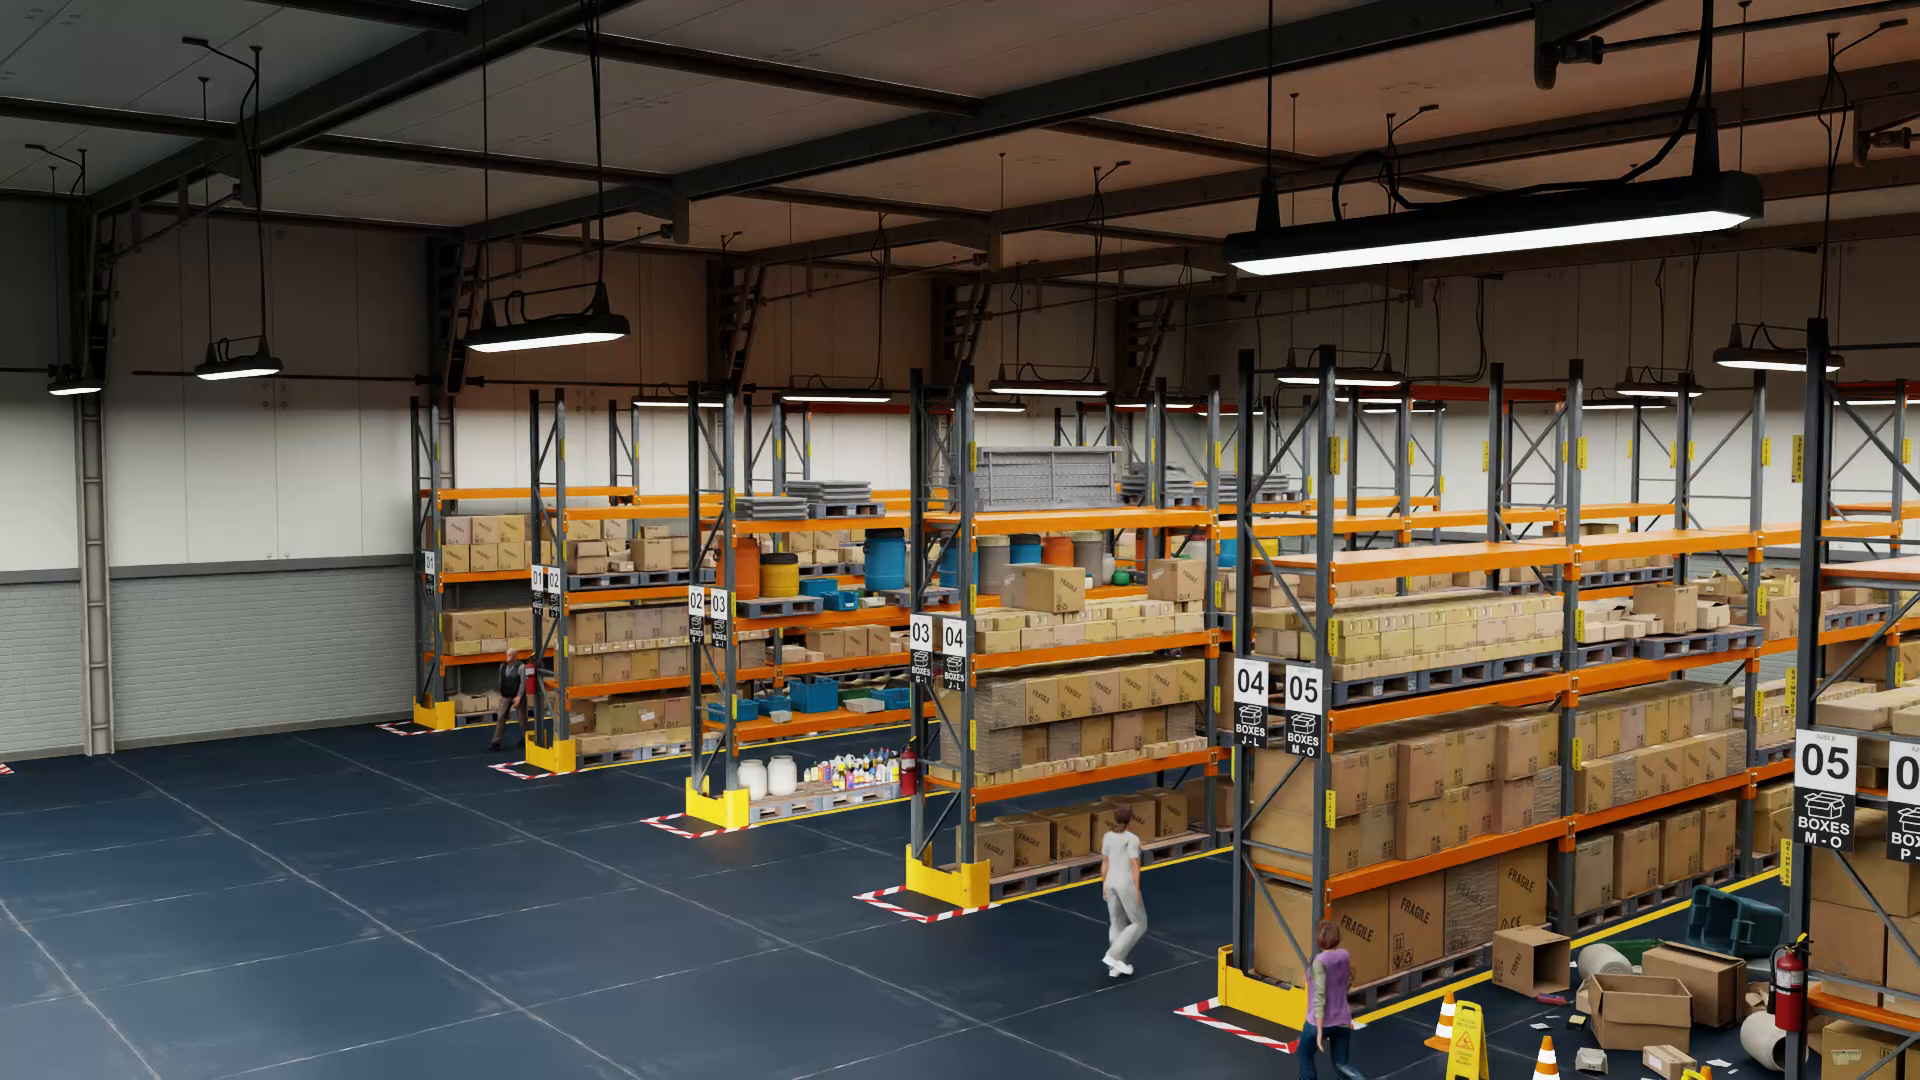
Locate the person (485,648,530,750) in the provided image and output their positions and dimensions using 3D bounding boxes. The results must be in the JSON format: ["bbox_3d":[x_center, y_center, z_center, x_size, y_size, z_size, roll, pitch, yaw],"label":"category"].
[{"bbox_3d":[-7.557,2.647,28.007,0.563,1.673,0.941,1,3,11],"label":"person"}]

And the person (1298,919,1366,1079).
[{"bbox_3d":[2.832,3.639,12.531,0.457,1.540,0.892,-2,4,-32],"label":"person"}]

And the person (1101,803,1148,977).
[{"bbox_3d":[1.523,3.387,16.031,0.496,1.665,0.502,-3,4,-39],"label":"person"}]

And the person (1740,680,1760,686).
[{"bbox_3d":[11.879,2.872,24.685,0.630,1.685,0.694,-2,4,-31],"label":"person"}]
